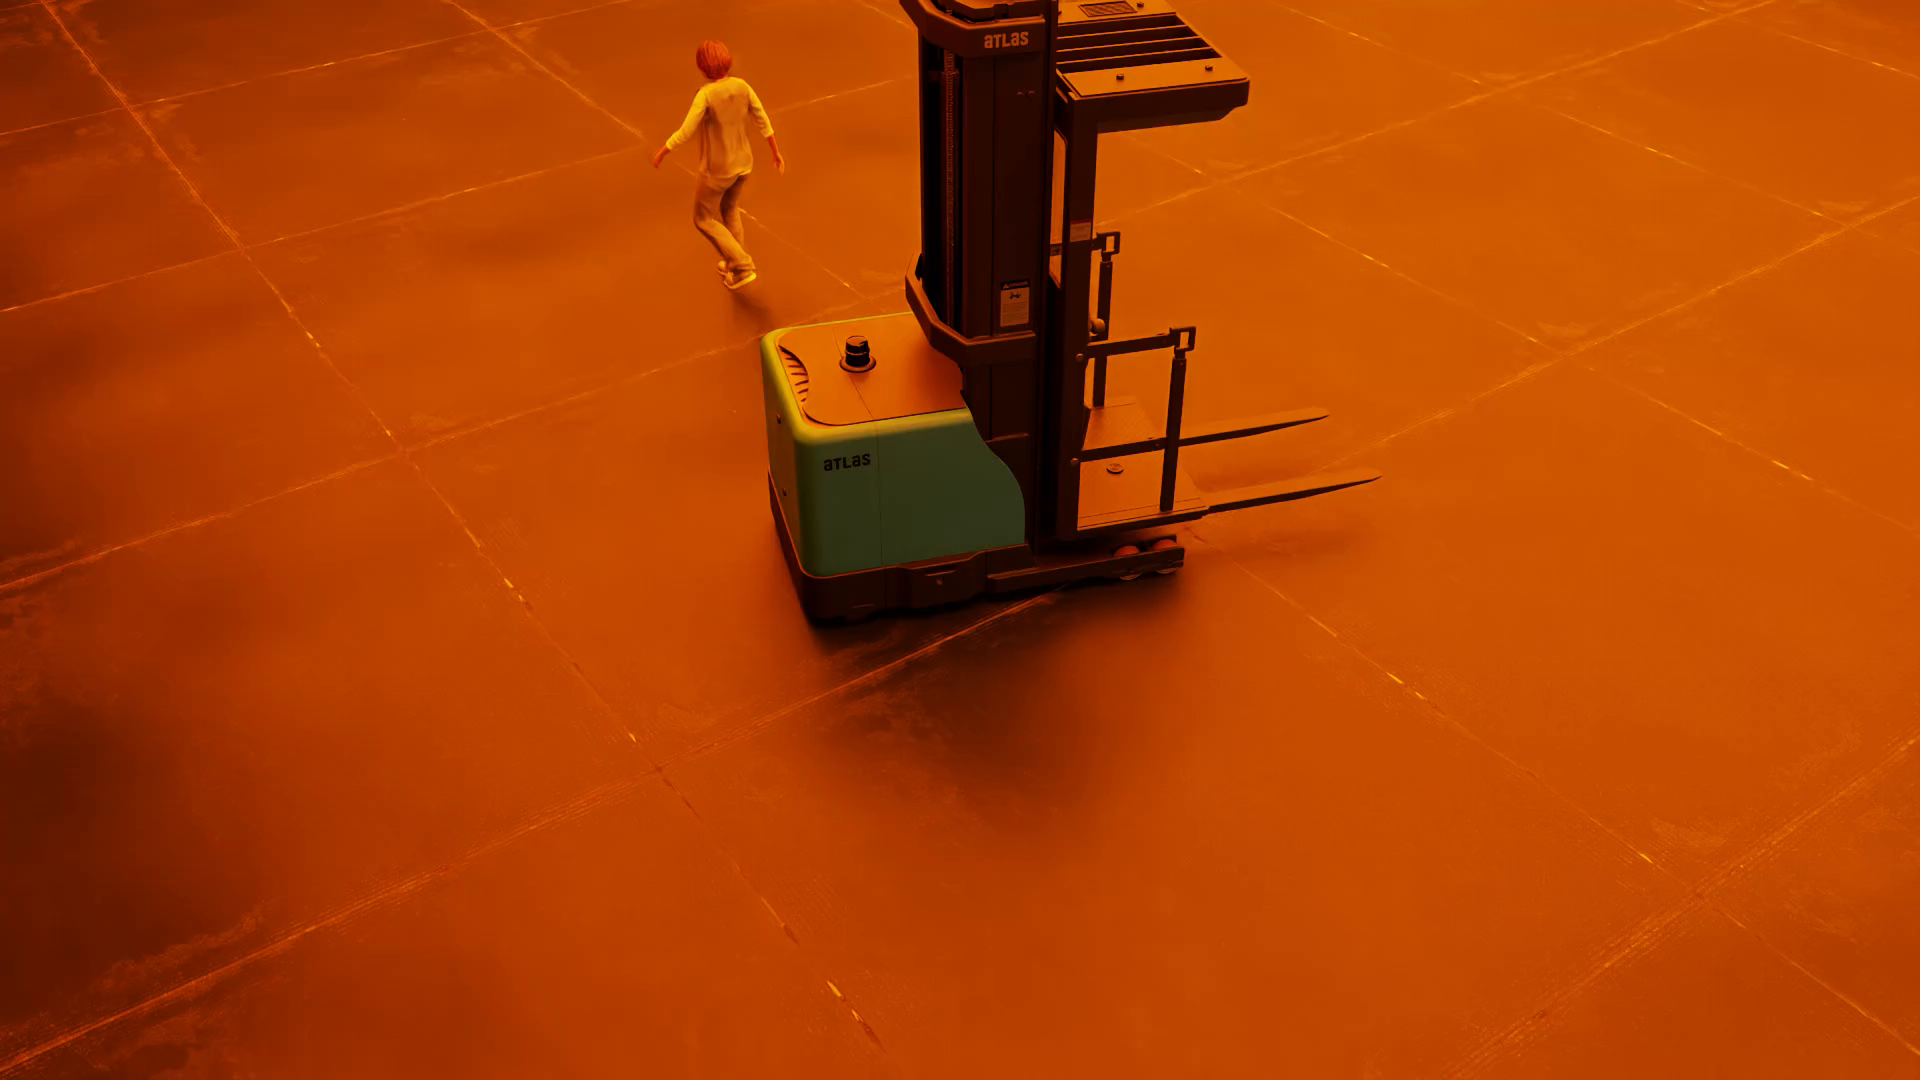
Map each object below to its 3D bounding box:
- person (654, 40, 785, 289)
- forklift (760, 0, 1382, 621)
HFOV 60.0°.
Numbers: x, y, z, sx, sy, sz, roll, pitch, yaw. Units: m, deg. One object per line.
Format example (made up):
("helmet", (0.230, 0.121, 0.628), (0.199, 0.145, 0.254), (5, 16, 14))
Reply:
("person", (-1.425, -2.263, 10.151), (0.587, 1.579, 0.687), (28, 45, 32))
("forklift", (0.606, -1.278, 7.673), (3.031, 2.935, 1.130), (-9, 37, -12))
